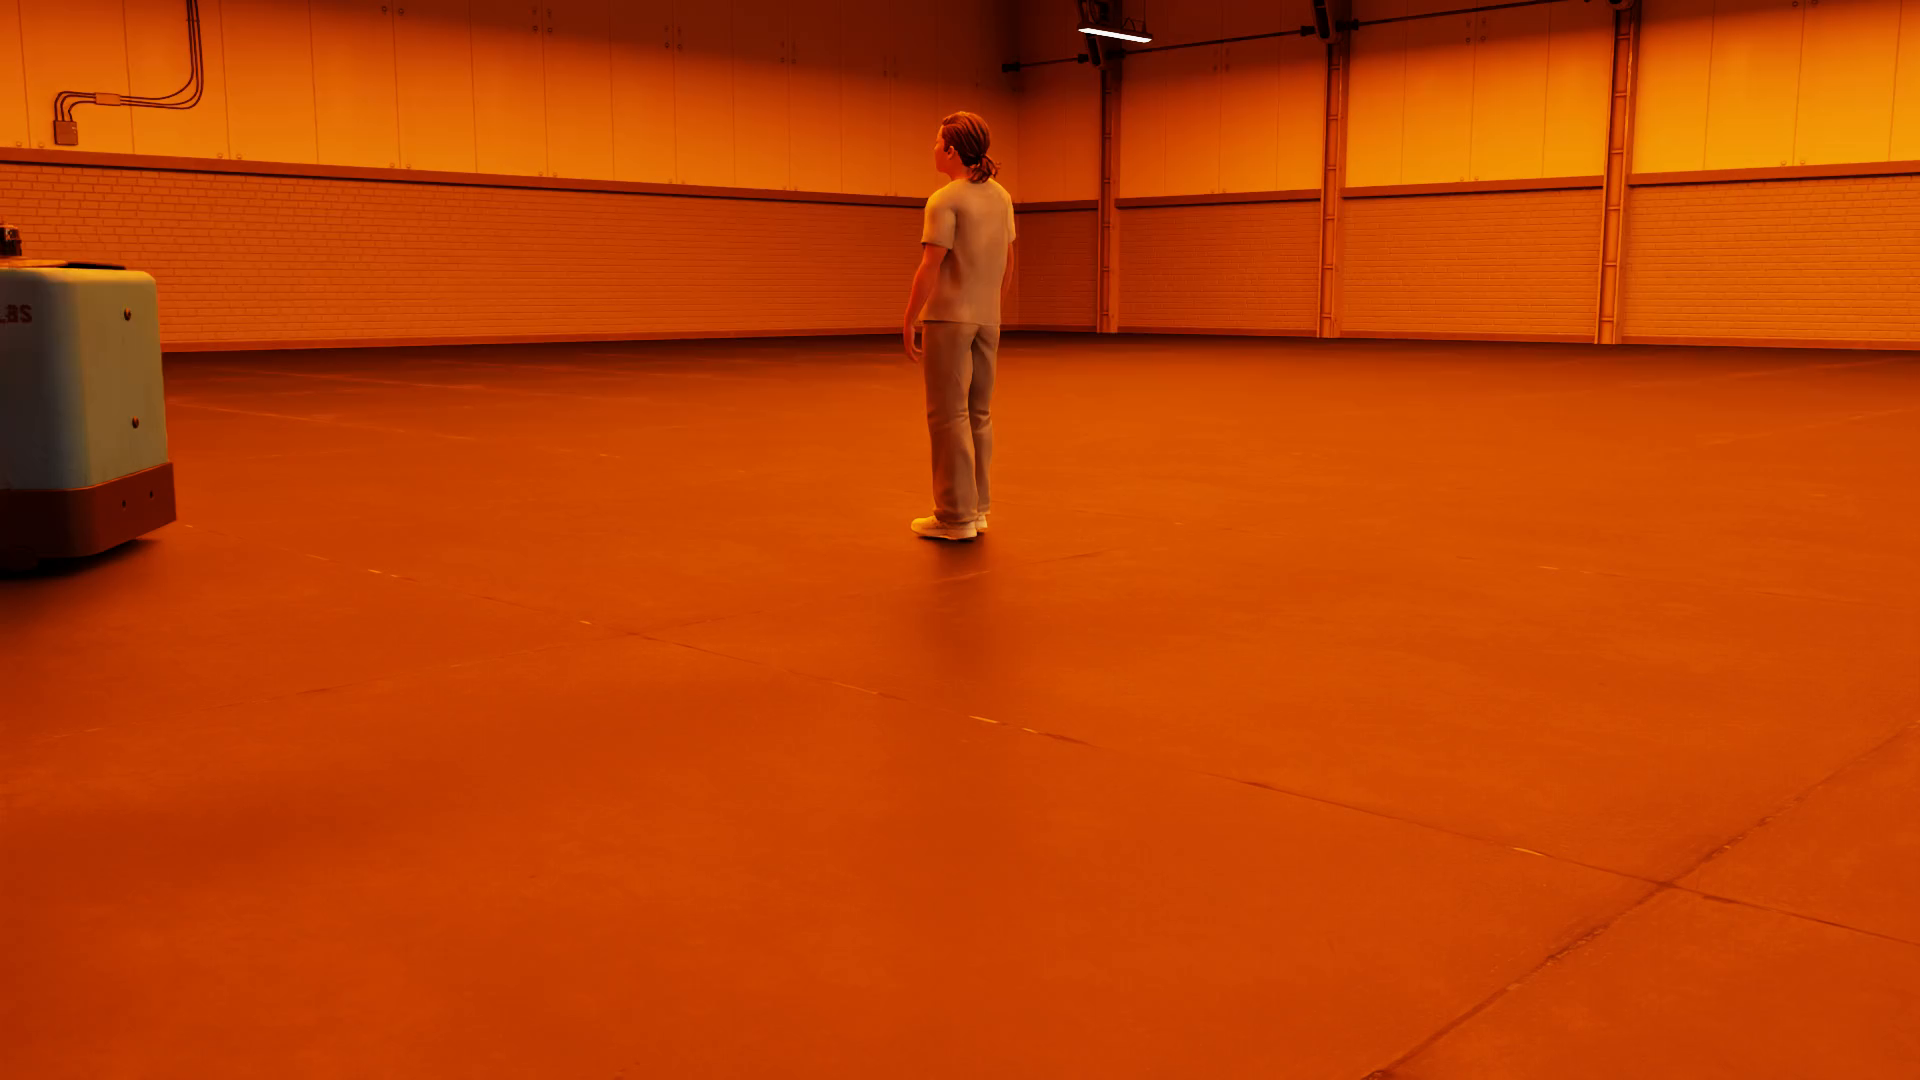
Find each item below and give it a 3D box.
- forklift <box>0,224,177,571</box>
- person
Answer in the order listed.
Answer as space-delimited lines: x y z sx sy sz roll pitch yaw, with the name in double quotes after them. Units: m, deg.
-4.623 -1.362 5.917 3.031 2.935 1.130 -1 9 -8 "forklift"
-0.043 -0.845 6.652 0.549 1.675 0.549 8 12 43 "person"
